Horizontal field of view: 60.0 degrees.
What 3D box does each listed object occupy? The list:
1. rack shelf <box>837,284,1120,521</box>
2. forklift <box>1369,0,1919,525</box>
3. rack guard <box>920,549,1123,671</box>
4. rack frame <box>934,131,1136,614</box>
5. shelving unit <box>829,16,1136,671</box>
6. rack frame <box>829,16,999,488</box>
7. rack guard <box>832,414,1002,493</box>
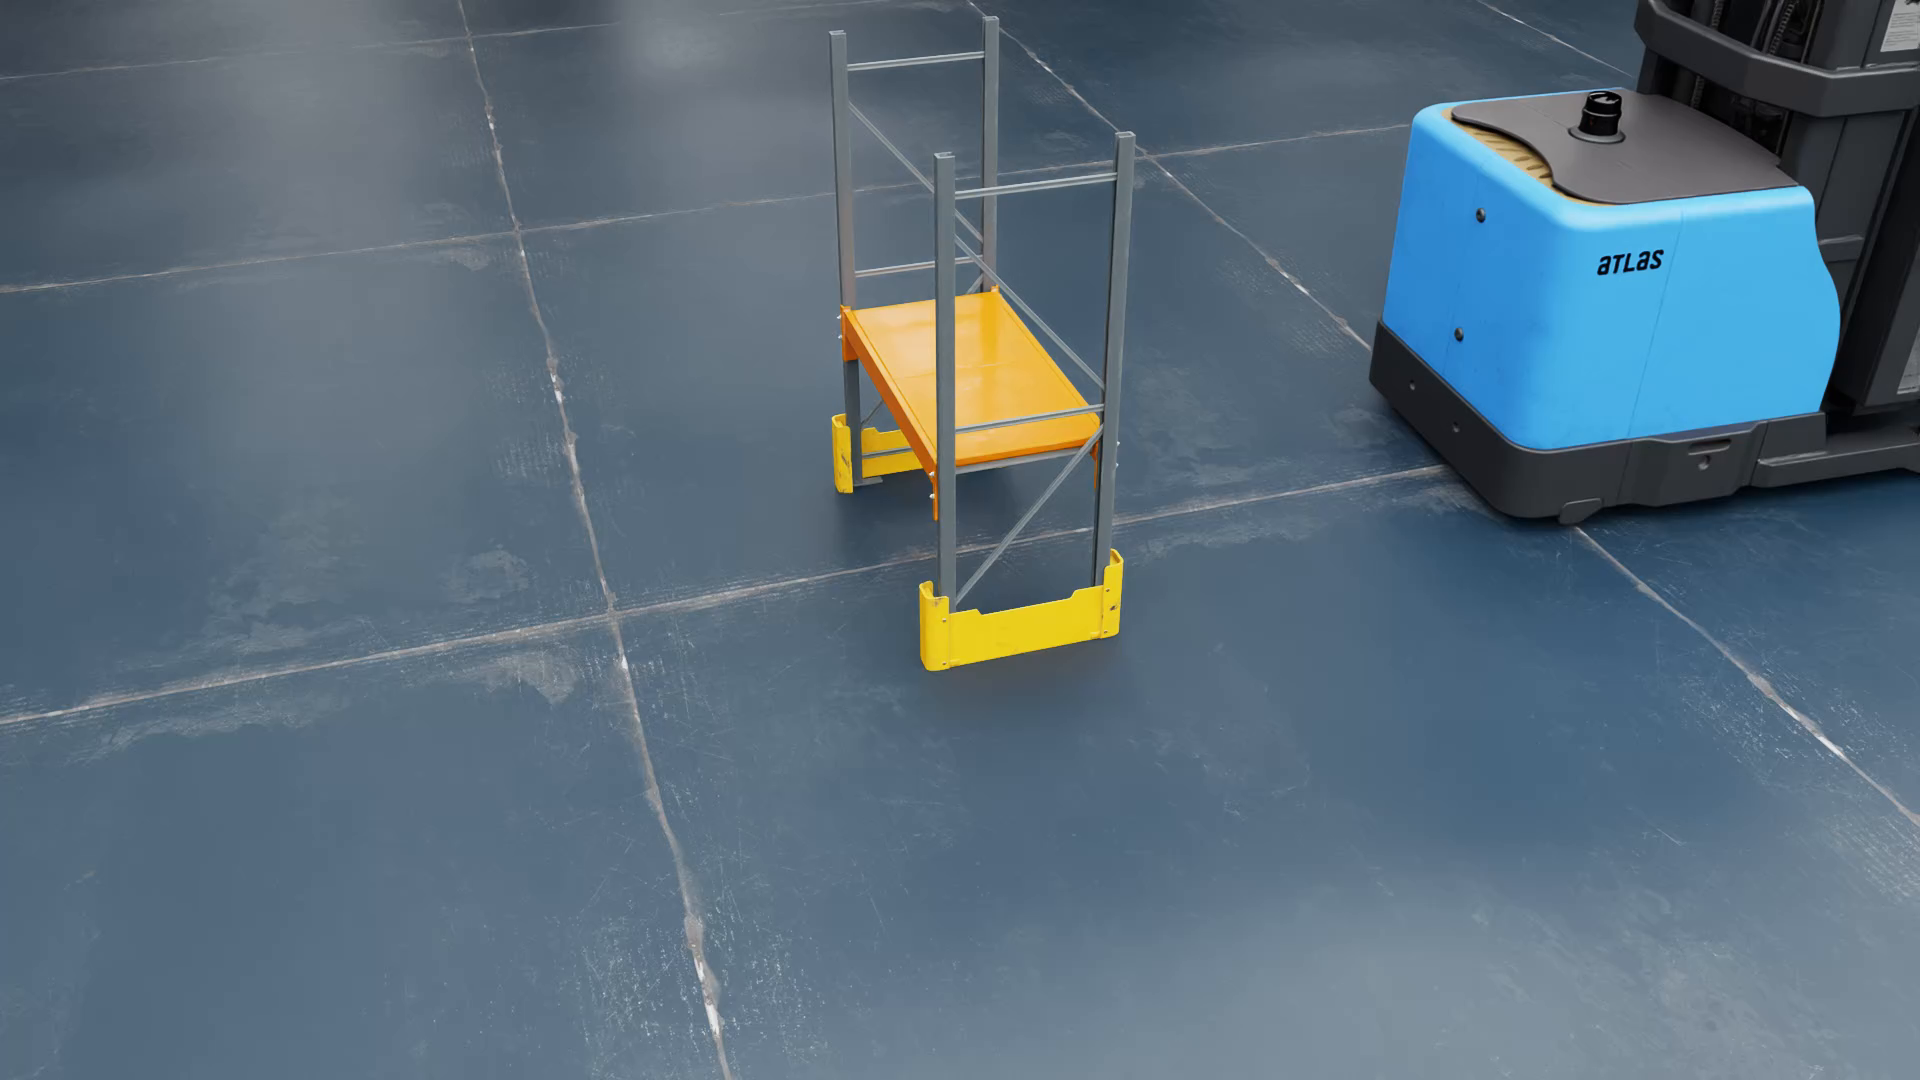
[{"bbox_3d":[0.026,-0.431,4.868,0.538,0.185,1.000,-10,35,-15],"label":"rack shelf"},{"bbox_3d":[3.048,-1.708,5.176,3.031,2.935,1.130,-8,34,-12],"label":"forklift"},{"bbox_3d":[0.175,0.197,4.725,0.587,0.250,0.087,-10,35,-15],"label":"rack guard"},{"bbox_3d":[0.181,-0.314,4.365,0.500,1.500,0.032,-10,35,-15],"label":"rack frame"},{"bbox_3d":[0.023,-0.586,4.776,0.587,1.500,1.083,-10,35,-15],"label":"shelving unit"},{"bbox_3d":[-0.129,-0.848,5.173,0.500,1.500,0.032,-10,35,-15],"label":"rack frame"},{"bbox_3d":[-0.129,-0.326,5.516,0.587,0.250,0.087,-10,35,-15],"label":"rack guard"}]
